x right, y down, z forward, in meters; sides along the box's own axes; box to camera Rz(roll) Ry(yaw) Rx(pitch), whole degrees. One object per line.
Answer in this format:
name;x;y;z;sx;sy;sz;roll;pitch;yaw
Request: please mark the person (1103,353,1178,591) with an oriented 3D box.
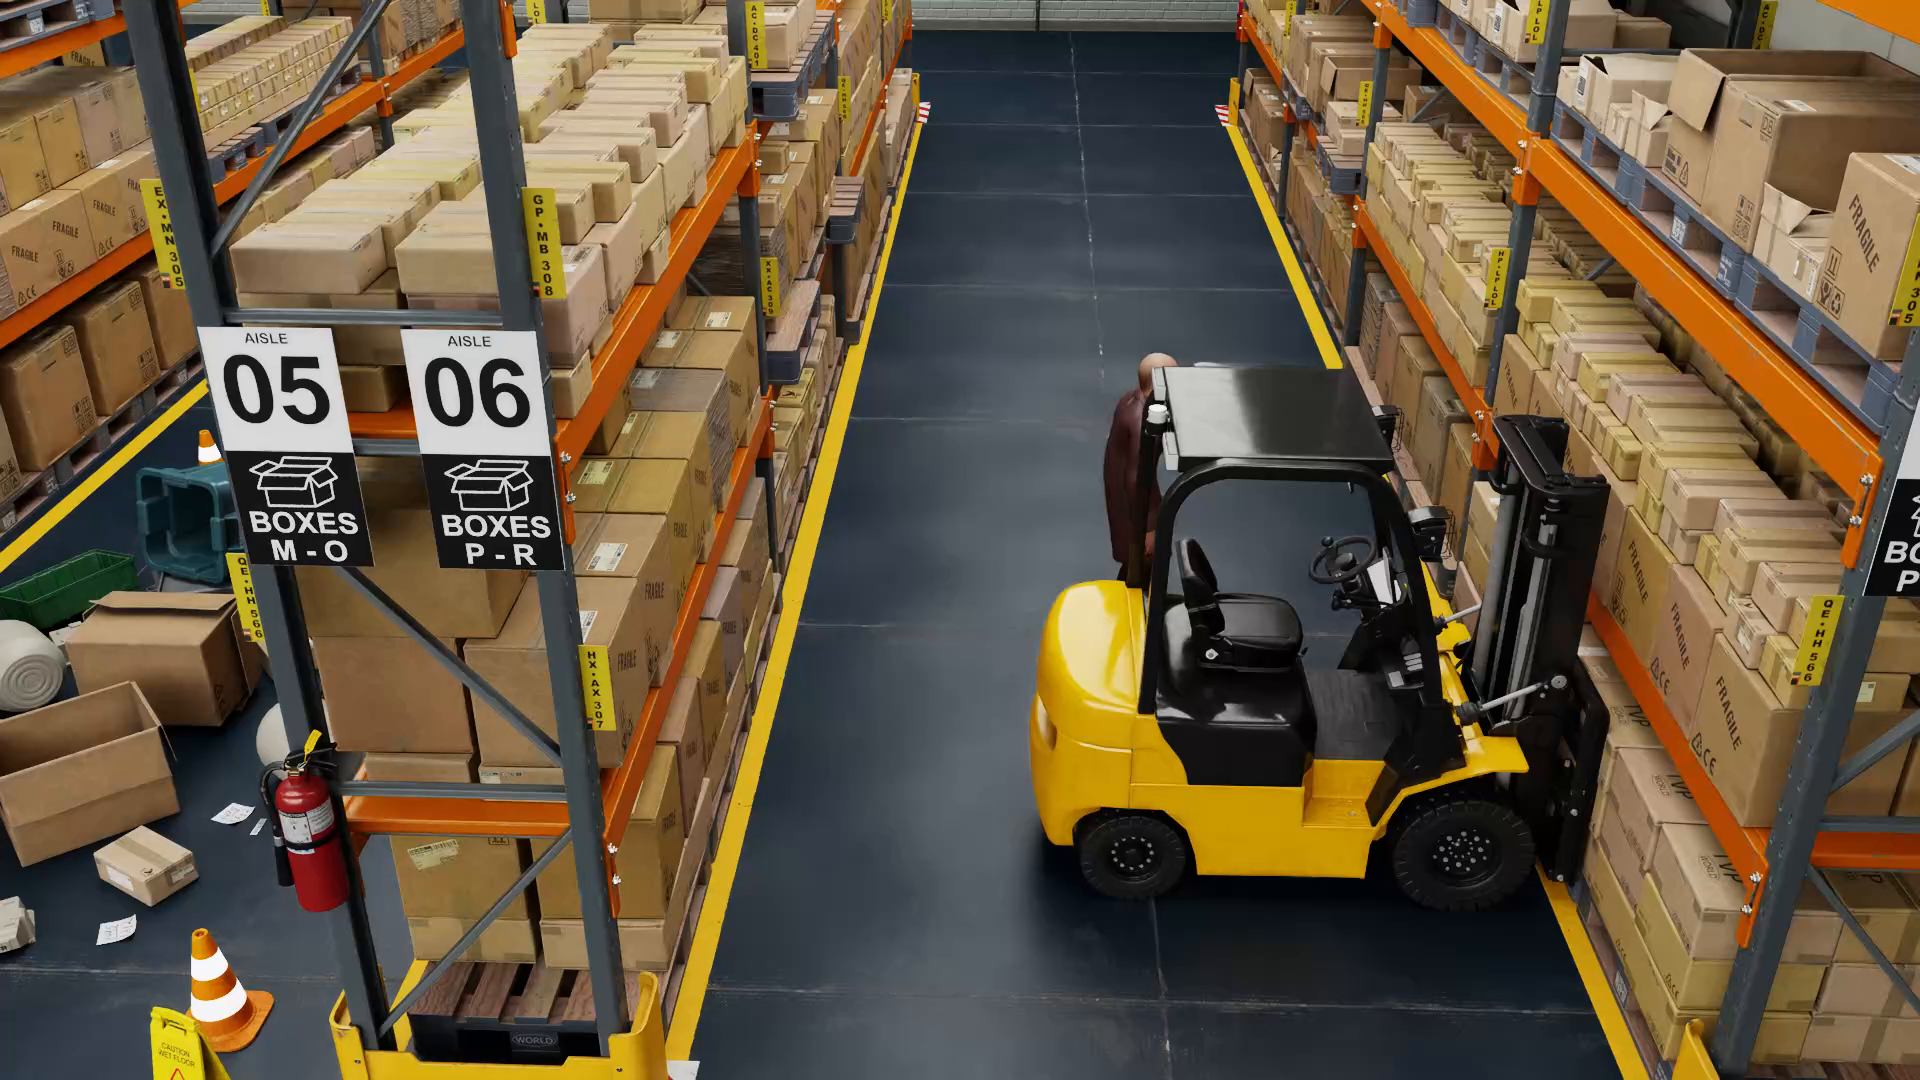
person;0.976;-0.161;8.944;0.428;1.773;0.643;1;28;2
